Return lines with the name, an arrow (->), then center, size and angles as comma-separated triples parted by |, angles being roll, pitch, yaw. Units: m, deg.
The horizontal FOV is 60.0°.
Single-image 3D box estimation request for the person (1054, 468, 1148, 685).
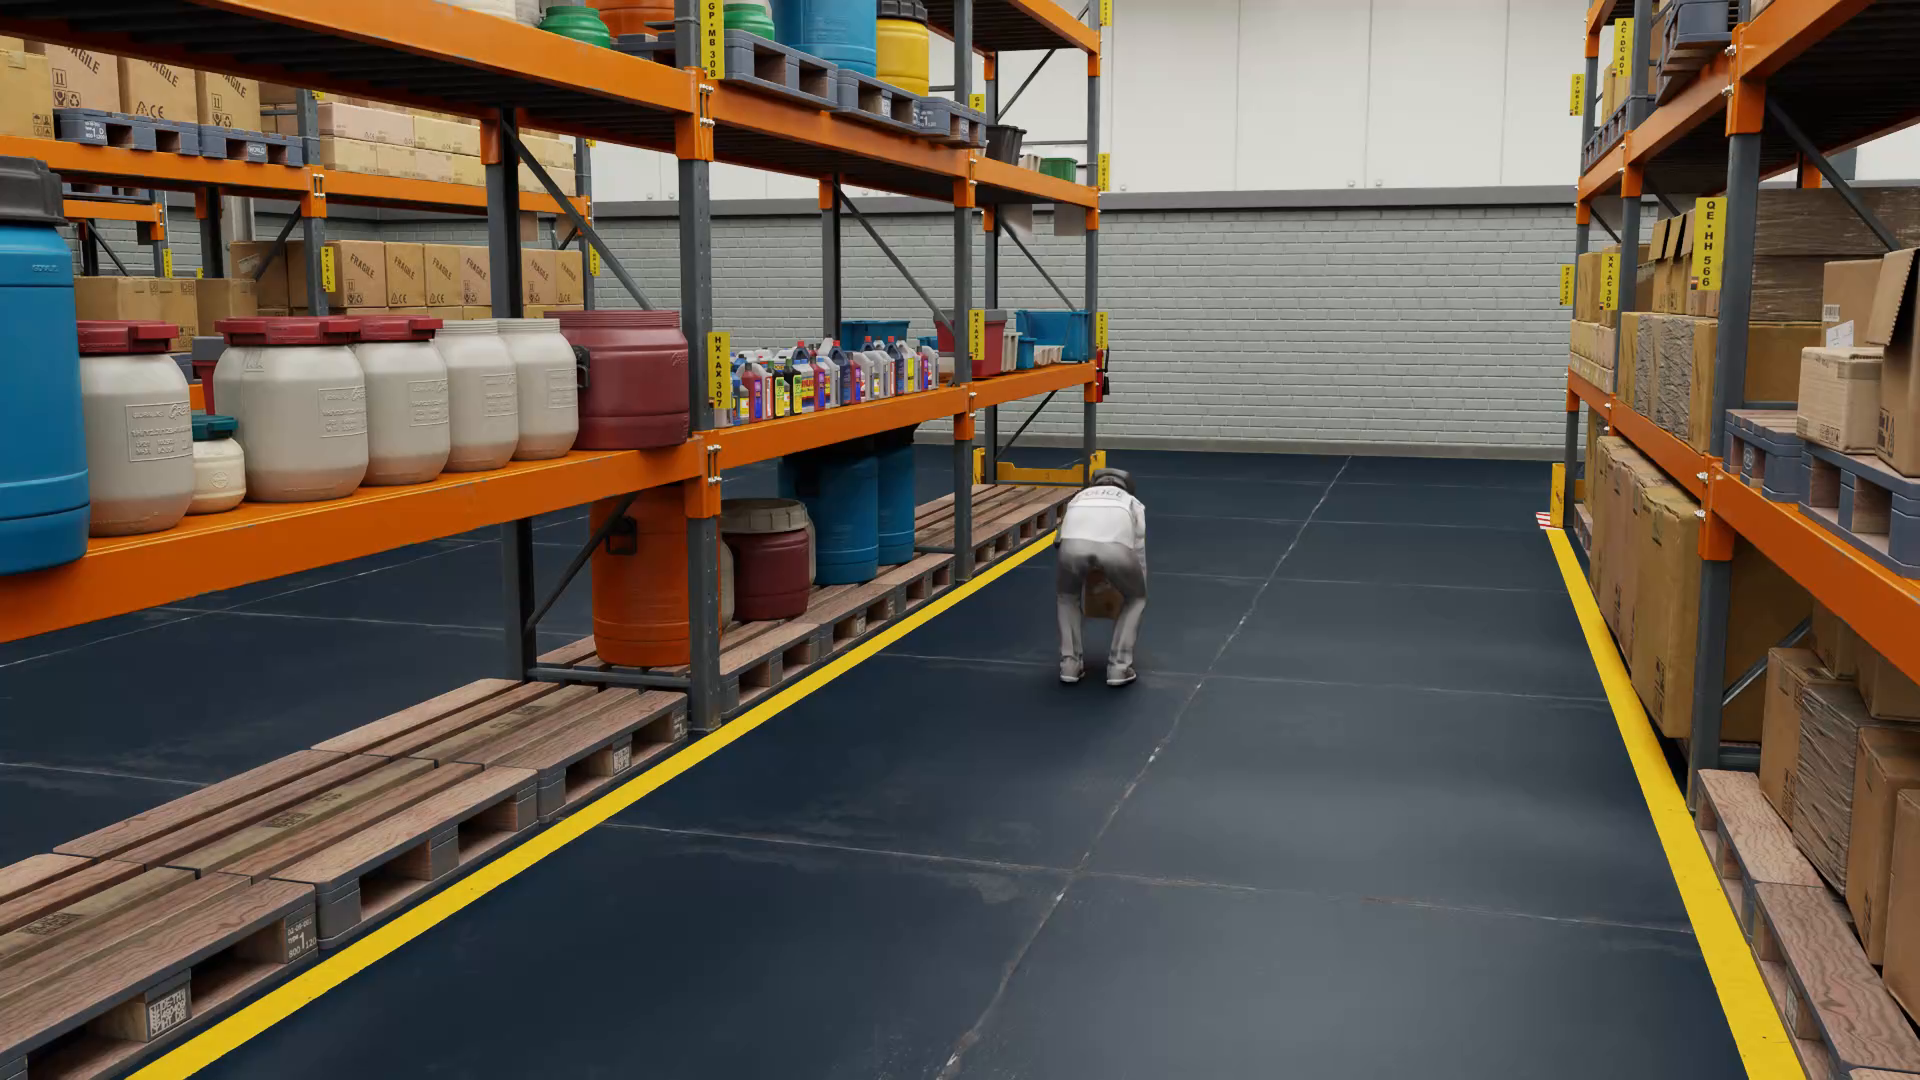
person -> 0.722, 0.174, 8.380 | 0.464, 1.017, 0.921 | 2, 9, 13
